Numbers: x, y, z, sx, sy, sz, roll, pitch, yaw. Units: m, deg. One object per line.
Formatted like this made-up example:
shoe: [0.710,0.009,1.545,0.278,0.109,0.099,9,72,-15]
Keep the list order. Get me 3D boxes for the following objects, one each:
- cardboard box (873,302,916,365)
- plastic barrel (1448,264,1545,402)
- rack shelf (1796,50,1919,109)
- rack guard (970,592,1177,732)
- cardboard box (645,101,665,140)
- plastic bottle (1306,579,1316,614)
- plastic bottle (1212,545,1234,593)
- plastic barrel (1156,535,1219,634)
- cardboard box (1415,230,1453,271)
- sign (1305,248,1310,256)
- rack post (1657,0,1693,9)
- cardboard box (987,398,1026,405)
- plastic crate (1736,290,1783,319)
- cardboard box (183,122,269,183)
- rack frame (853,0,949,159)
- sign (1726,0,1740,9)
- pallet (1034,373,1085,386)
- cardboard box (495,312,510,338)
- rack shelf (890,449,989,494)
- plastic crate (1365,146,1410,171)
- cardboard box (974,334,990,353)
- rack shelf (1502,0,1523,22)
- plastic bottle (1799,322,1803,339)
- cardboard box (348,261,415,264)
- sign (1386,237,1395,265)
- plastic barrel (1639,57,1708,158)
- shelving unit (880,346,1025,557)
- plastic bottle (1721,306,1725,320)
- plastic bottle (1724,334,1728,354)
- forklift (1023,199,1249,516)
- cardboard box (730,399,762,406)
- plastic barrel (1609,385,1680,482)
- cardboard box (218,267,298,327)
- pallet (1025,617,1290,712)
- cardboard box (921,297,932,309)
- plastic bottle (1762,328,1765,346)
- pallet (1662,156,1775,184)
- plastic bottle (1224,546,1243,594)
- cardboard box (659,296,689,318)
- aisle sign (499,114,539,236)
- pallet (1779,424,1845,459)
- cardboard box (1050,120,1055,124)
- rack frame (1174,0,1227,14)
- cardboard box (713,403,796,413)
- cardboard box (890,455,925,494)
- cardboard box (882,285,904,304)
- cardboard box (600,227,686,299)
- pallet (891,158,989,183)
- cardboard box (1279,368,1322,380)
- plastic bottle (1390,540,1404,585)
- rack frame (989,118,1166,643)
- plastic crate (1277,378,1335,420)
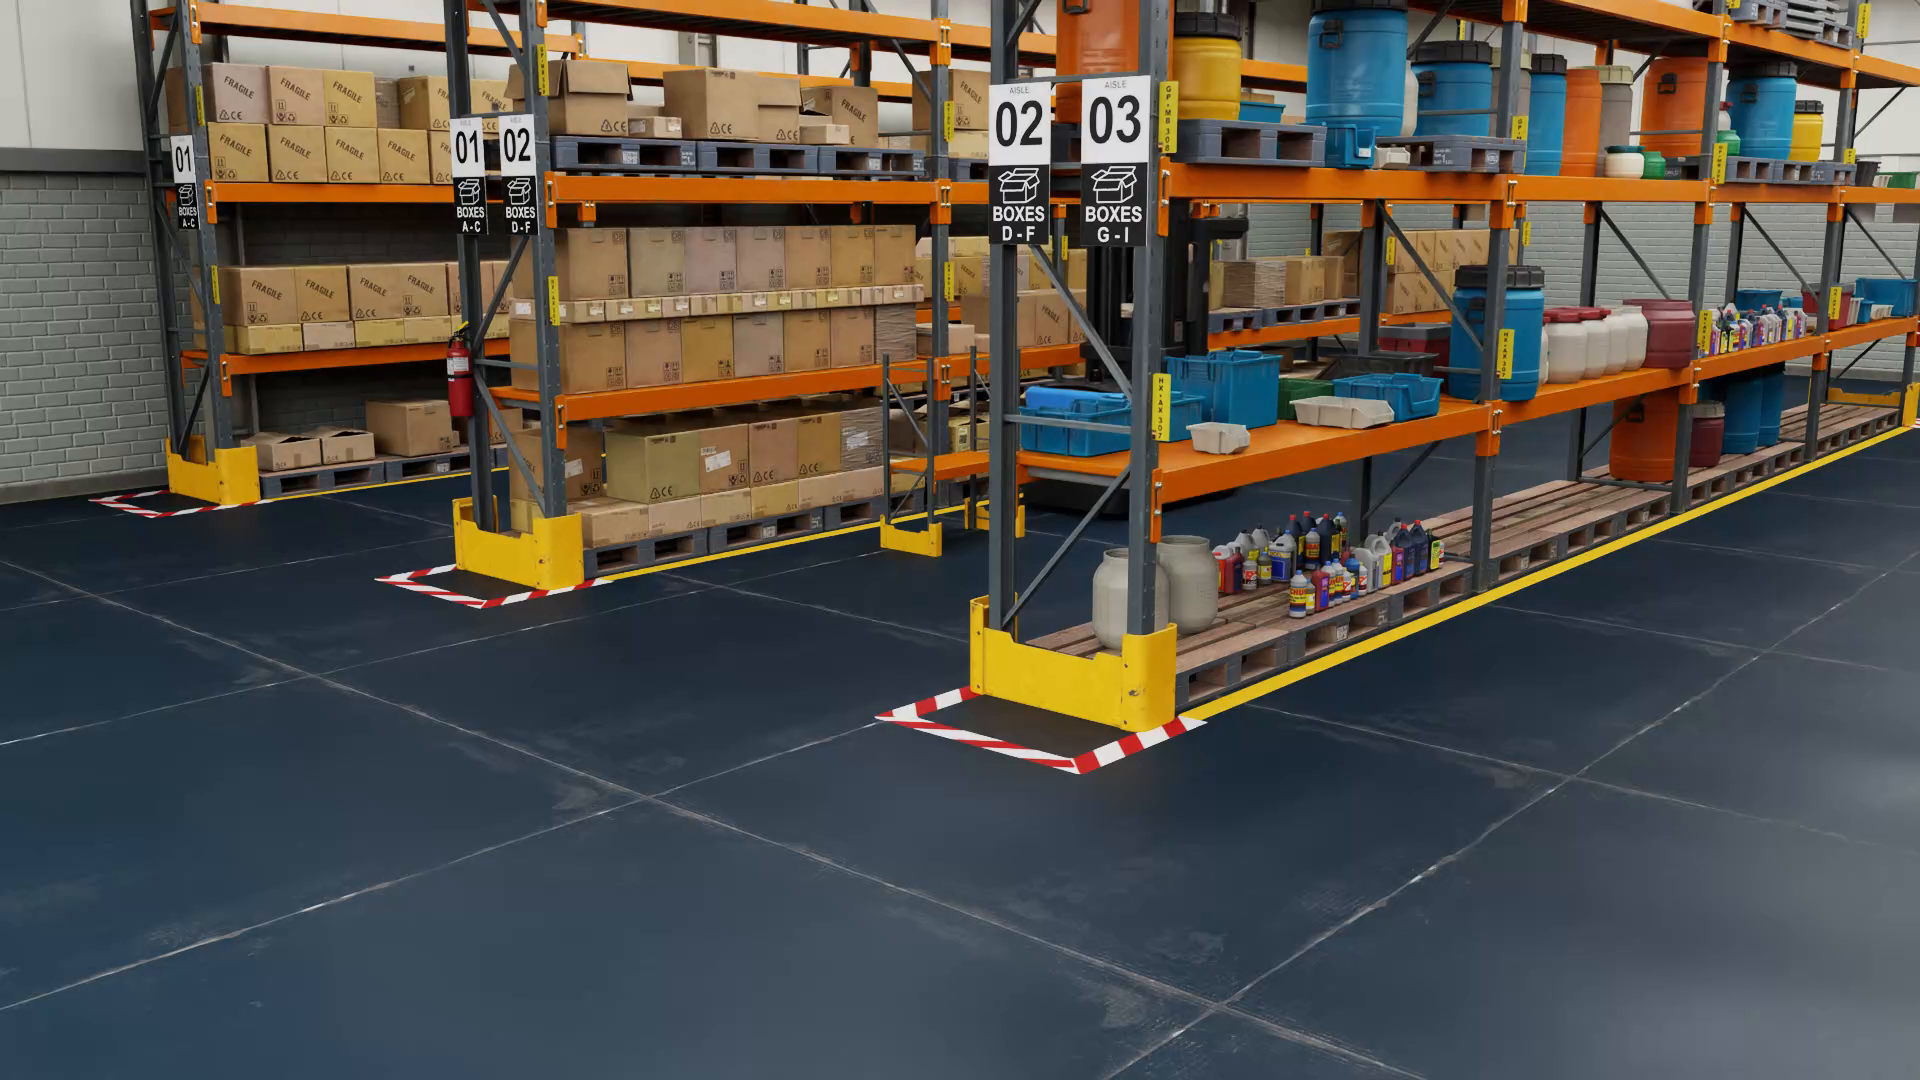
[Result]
cardboard box: [-0.799,-1.794,14.278,0.700,0.500,0.500,9,15,39]
plastic barrel: [3.690,-1.433,11.449,0.600,0.901,0.708,10,15,40]
rack shelf: [9.808,-5.034,18.298,1.077,0.370,4.000,10,15,40]
rack guard: [0.582,0.627,8.795,1.175,0.500,0.348,10,15,40]
cardboard box: [-2.222,-3.209,12.761,0.500,0.311,0.500,-10,15,-41]
plastic bottle: [2.066,0.333,9.904,0.097,0.201,0.097,0,11,0]
plastic bottle: [1.637,0.178,10.492,0.152,0.276,0.135,10,15,41]
plastic barrel: [1.275,0.252,9.569,0.421,0.512,0.421,0,11,0]
cardboard box: [5.972,-3.712,21.328,0.500,0.500,0.500,9,15,39]
sign: [4.357,-3.481,20.773,0.100,0.325,0.005,10,15,40]
rack post: [4.443,-4.511,12.309,1.013,1.000,3.121,10,15,40]
cardboard box: [0.545,-1.264,16.397,0.500,0.311,0.500,10,15,40]
plastic crate: [8.540,-2.481,17.863,0.392,0.384,0.575,10,15,40]
cardboard box: [-6.466,-3.409,14.655,0.500,0.500,0.500,10,15,42]
rack frame: [-0.511,-4.753,14.031,1.000,3.000,0.127,10,15,40]
sign: [6.266,-4.472,13.449,0.100,0.325,0.005,10,15,40]
pallet: [1.607,-2.362,24.499,1.003,0.211,1.213,10,15,40]
cardboard box: [-4.655,-2.206,16.929,0.500,0.250,0.500,10,15,41]
rack shelf: [-0.056,-0.547,13.037,0.538,0.185,1.000,10,15,40]
plastic crate: [2.451,-2.223,9.698,0.243,0.136,0.396,10,15,40]
cardboard box: [0.227,-1.792,15.164,0.380,0.149,0.250,10,15,40]
rack shelf: [1.887,-3.269,9.459,1.077,0.370,4.000,10,15,40]
plastic bottle: [8.415,-2.129,16.720,0.097,0.201,0.097,0,11,0]
cardboard box: [-5.713,-2.487,16.420,0.500,0.500,0.500,10,15,41]
sign: [5.189,-3.484,20.042,0.100,0.325,0.005,10,15,40]
plastic barrel: [6.225,-3.729,14.396,0.600,0.830,0.708,10,15,40]
shelving unit: [-0.050,-0.724,13.008,0.587,1.500,1.083,10,15,40]
plastic bottle: [7.926,-2.291,17.320,0.061,0.283,0.133,10,15,40]
plastic bottle: [6.867,-1.784,14.992,0.097,0.201,0.097,0,11,0]
forklift: [1.892,-1.867,15.076,1.130,2.935,3.031,9,15,40]
cardboard box: [-2.764,-1.779,19.719,0.700,0.500,0.500,10,15,40]
plastic barrel: [6.158,-0.974,14.899,0.600,0.830,0.708,10,15,40]
cardboard box: [-6.334,-2.198,14.973,0.500,0.500,0.500,10,15,40]
pallet: [1.122,0.650,9.418,1.003,0.211,1.213,10,15,40]
cardboard box: [-0.553,-3.101,21.668,0.380,0.149,0.250,10,15,42]
plastic bottle: [7.599,-1.947,15.809,0.097,0.201,0.097,0,11,0]
pallet: [6.426,-3.237,14.581,1.003,0.211,1.213,10,15,40]
plastic bottle: [1.717,0.188,10.422,0.061,0.283,0.133,10,15,40]
cardboard box: [-2.225,-1.732,12.312,0.380,0.149,0.250,9,15,39]
aisle sign: [-2.965,-2.448,11.171,0.394,0.787,0.004,10,15,40]
pallet: [8.944,-1.093,18.143,1.003,0.211,1.213,10,15,40]
cardboard box: [1.332,-5.781,23.978,0.500,0.500,0.500,10,15,40]
rack frame: [3.687,-7.158,26.075,1.000,3.000,0.127,10,15,40]
cardboard box: [-1.712,-0.861,13.898,0.500,0.500,0.500,10,15,40]
cardboard box: [-0.653,-0.572,14.364,0.500,0.250,0.500,10,15,40]
cardboard box: [-0.694,-2.074,14.026,0.380,0.149,0.250,9,15,39]
cardboard box: [-2.456,-2.060,12.301,0.700,0.500,0.500,9,15,39]
pallet: [0.061,-3.319,15.002,0.805,0.209,1.217,9,14,38]
cardboard box: [3.995,-1.723,19.437,0.500,0.500,0.500,10,15,41]
plastic bottle: [2.796,0.136,10.684,0.133,0.283,0.061,-11,16,-44]
rack frame: [0.567,-0.581,8.463,1.000,3.000,0.127,10,15,40]
plastic crate: [2.099,-0.903,10.613,0.450,0.188,0.662,10,15,40]
